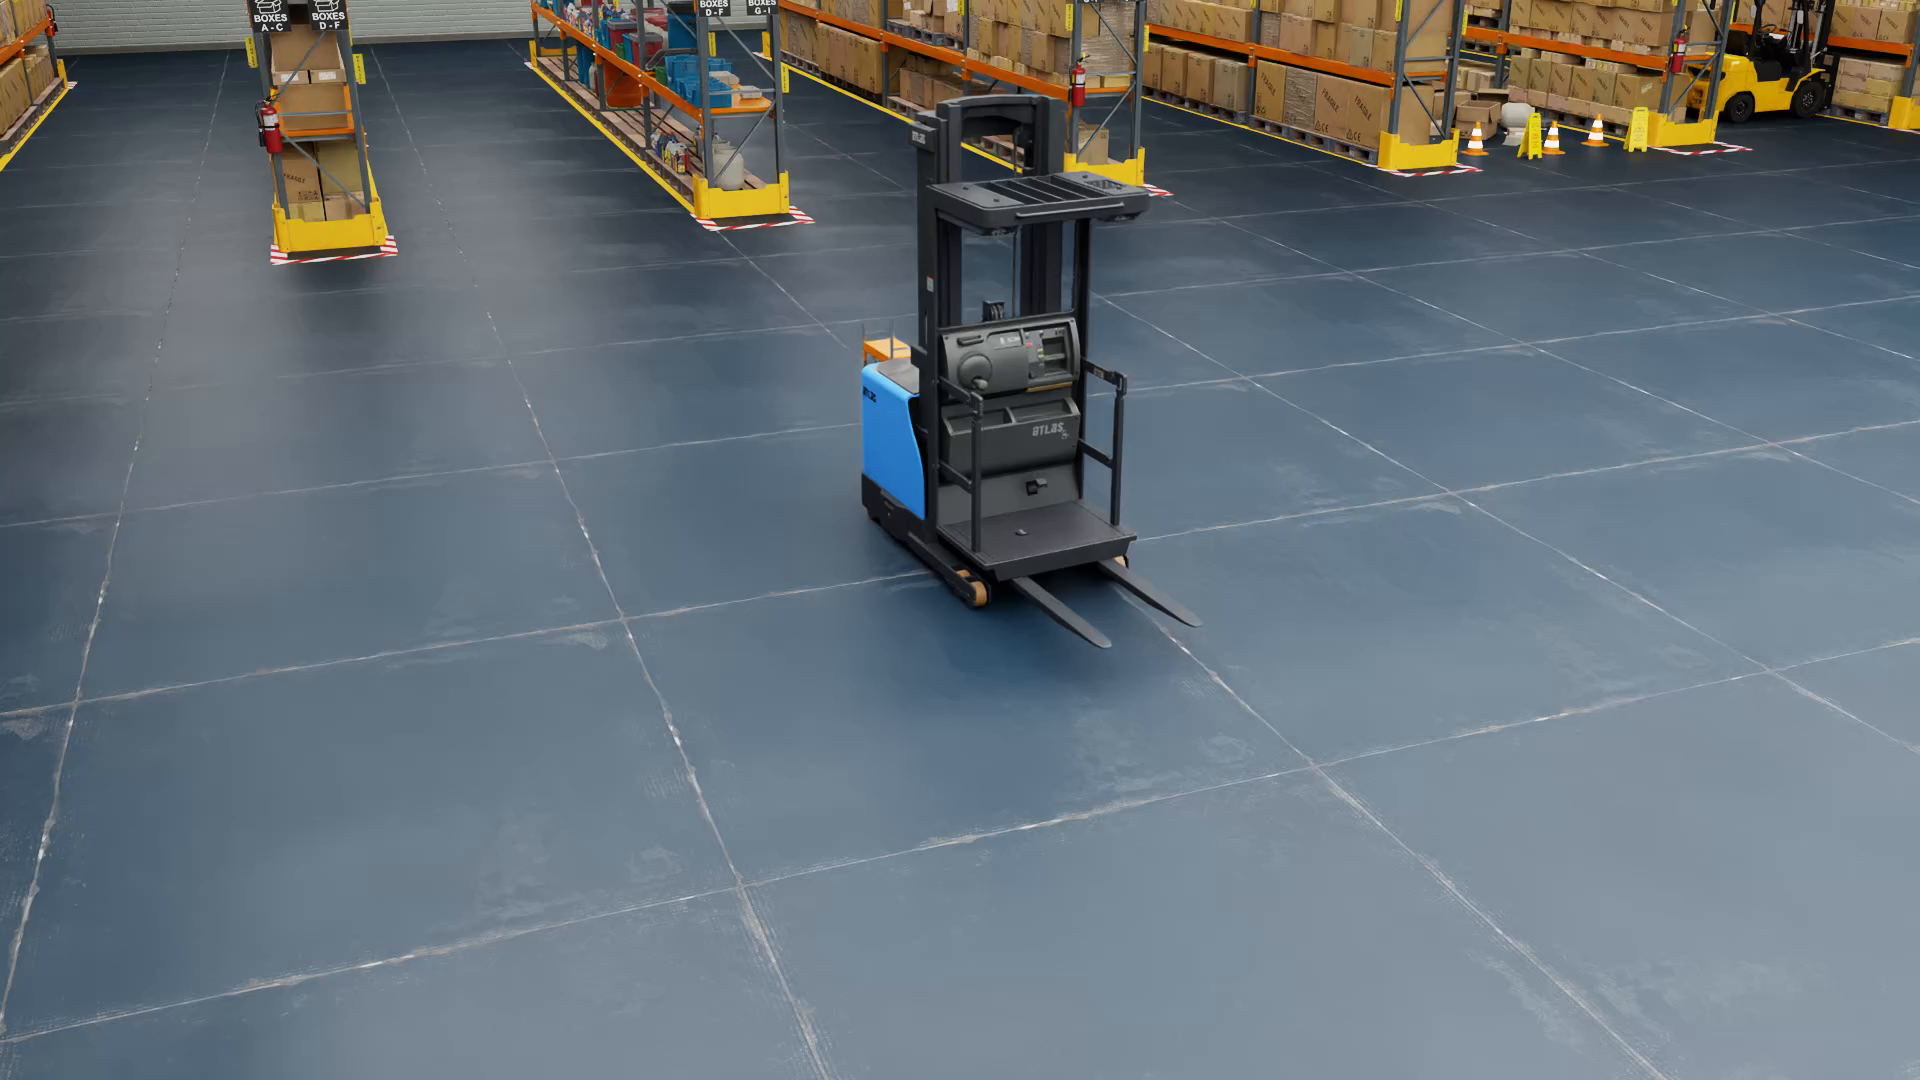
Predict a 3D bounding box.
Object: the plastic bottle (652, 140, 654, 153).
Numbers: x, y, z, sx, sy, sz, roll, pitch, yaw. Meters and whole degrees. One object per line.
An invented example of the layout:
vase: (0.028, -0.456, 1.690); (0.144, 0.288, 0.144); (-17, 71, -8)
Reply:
plastic bottle: (-4.361, -5.655, 23.842); (0.097, 0.201, 0.097); (0, 23, 0)

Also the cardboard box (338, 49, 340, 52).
cardboard box: (-7.895, -5.995, 20.647); (0.380, 0.149, 0.250); (-8, 24, -17)

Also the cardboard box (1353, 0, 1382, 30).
cardboard box: (6.248, -7.719, 24.118); (0.875, 0.550, 0.550); (-8, 24, -19)

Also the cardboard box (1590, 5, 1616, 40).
cardboard box: (10.423, -8.248, 26.446); (0.500, 0.500, 0.500); (-8, 24, -19)

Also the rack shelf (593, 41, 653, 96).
rack shelf: (-4.806, -7.350, 25.753); (1.077, 0.370, 4.000); (-8, 24, -19)

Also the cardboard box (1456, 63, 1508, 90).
cardboard box: (9.360, -8.428, 30.226); (0.950, 0.372, 0.625); (-7, 24, -16)

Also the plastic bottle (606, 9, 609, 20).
plastic bottle: (-6.287, -9.364, 29.770); (0.097, 0.271, 0.097); (0, 23, 0)

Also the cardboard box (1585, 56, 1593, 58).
cardboard box: (13.242, -10.001, 33.632); (0.875, 0.625, 0.625); (-8, 24, -17)

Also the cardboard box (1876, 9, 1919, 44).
cardboard box: (15.441, -8.412, 27.218); (0.500, 0.500, 0.500); (-9, 24, -20)

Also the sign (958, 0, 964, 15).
sign: (0.016, -8.091, 25.093); (0.100, 0.325, 0.005); (-8, 24, -19)

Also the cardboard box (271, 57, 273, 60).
cardboard box: (-8.094, -5.751, 20.069); (0.380, 0.149, 0.250); (-8, 24, -18)

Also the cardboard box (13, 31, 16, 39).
cardboard box: (-15.810, -8.312, 27.406); (0.380, 0.149, 0.250); (-8, 24, -18)

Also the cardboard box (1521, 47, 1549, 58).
cardboard box: (9.749, -8.260, 28.185); (0.380, 0.149, 0.250); (-8, 24, -18)

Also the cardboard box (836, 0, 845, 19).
cardboard box: (-2.009, -10.021, 31.036); (0.500, 0.500, 0.500); (-9, 24, -20)

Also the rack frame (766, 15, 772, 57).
rack frame: (-3.705, -11.995, 35.846); (1.000, 3.000, 0.127); (-8, 24, -19)

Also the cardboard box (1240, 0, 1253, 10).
cardboard box: (5.029, -8.965, 27.241); (0.700, 0.500, 0.500); (-9, 24, -20)

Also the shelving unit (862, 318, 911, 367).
shelving unit: (-0.475, -0.935, 11.915); (0.258, 1.200, 0.503); (-11, 24, -24)

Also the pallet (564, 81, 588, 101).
pallet: (-6.692, -8.291, 30.649); (1.003, 0.211, 1.213); (-8, 24, -19)

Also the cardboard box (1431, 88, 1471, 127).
cardboard box: (7.891, -7.083, 27.231); (0.797, 0.637, 0.503); (-8, 24, -19)

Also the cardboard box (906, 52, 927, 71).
cardboard box: (-0.614, -8.245, 28.636); (0.500, 0.250, 0.500); (-7, 24, -17)

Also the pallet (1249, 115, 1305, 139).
pallet: (5.405, -6.706, 26.890); (1.003, 0.211, 1.213); (-8, 24, -19)

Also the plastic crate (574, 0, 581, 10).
plastic crate: (-7.293, -10.415, 32.173); (0.437, 0.282, 0.530); (-8, 24, -19)

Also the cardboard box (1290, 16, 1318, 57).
cardboard box: (5.648, -7.806, 25.715); (0.875, 0.550, 0.550); (-8, 24, -19)

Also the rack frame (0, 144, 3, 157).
rack frame: (-14.781, -7.049, 24.112); (1.000, 3.000, 0.127); (-8, 24, -19)

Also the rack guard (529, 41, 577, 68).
rack guard: (-8.359, -10.170, 34.736); (1.175, 0.500, 0.348); (-8, 24, -19)

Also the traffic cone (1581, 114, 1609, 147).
traffic cone: (9.859, -6.351, 25.723); (0.336, 0.463, 0.334); (-8, 24, -19)

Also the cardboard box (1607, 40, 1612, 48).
cardboard box: (10.544, -7.906, 26.470); (0.380, 0.149, 0.250); (-8, 24, -18)

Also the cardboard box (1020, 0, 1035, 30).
cardboard box: (1.165, -7.354, 23.037); (0.500, 0.500, 0.500); (-8, 24, -19)

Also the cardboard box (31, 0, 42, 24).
cardboard box: (-17.150, -9.647, 29.891); (0.980, 0.700, 0.700); (-9, 24, -19)

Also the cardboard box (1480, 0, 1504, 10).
cardboard box: (9.427, -9.507, 28.892); (0.500, 0.500, 0.500); (-9, 24, -20)

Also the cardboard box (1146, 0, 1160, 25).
cardboard box: (3.703, -9.578, 29.983); (0.500, 0.500, 0.500); (-8, 24, -18)

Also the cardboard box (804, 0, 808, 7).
cardboard box: (-2.888, -10.678, 33.046); (0.380, 0.149, 0.250); (-9, 24, -20)

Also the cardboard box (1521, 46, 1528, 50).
cardboard box: (12.329, -10.669, 35.378); (0.500, 0.500, 0.500); (-7, 24, -17)

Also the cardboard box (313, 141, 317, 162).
cardboard box: (-8.680, -5.157, 21.657); (0.500, 0.500, 0.500); (-8, 24, -19)

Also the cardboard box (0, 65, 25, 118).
cardboard box: (-15.526, -7.164, 26.613); (0.750, 0.750, 0.750); (-8, 24, -17)

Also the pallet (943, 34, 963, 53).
pallet: (0.400, -7.844, 26.245); (1.003, 0.211, 1.213); (-8, 24, -19)

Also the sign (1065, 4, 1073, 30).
sign: (1.421, -6.791, 21.603); (0.100, 0.325, 0.005); (-8, 24, -19)

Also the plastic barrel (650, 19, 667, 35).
plastic barrel: (-4.492, -7.662, 25.391); (0.433, 0.535, 0.433); (0, 23, 0)

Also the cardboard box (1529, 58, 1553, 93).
cardboard box: (9.961, -7.822, 27.980); (0.500, 0.500, 0.500); (-7, 24, -17)

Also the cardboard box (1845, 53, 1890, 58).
cardboard box: (15.521, -8.175, 28.497); (0.500, 0.250, 0.500); (-9, 24, -19)

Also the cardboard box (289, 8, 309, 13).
cardboard box: (-8.040, -6.213, 20.330); (0.700, 0.500, 0.500); (-8, 24, -19)

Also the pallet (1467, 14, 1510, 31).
pallet: (9.671, -9.203, 29.471); (1.003, 0.211, 1.213); (-8, 24, -19)

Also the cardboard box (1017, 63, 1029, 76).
cardboard box: (1.025, -6.671, 23.539); (0.380, 0.149, 0.250); (-8, 24, -19)

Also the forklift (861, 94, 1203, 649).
forklift: (0.421, -1.127, 10.150); (1.130, 2.935, 3.031); (-11, 25, -24)

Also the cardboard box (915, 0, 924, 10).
cardboard box: (-0.360, -8.948, 27.948); (0.700, 0.500, 0.500); (-5, 23, -11)

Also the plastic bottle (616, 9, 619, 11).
plastic bottle: (-6.129, -9.341, 29.710); (0.152, 0.276, 0.135); (-8, 24, -19)

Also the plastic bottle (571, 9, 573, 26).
plastic bottle: (-6.882, -9.293, 29.588); (0.061, 0.283, 0.133); (-8, 24, -19)

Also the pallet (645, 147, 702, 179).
pallet: (-3.901, -5.420, 23.838); (1.003, 0.211, 1.213); (-8, 24, -19)

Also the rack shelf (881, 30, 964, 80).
rack shelf: (-0.173, -8.030, 27.365); (1.077, 0.370, 4.000); (-8, 24, -19)

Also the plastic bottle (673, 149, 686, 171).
plastic bottle: (-3.809, -5.152, 22.551); (0.152, 0.276, 0.135); (-8, 24, -19)

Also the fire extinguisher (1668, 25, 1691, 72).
fire extinguisher: (10.827, -7.400, 25.046); (0.296, 0.674, 0.183); (-8, 24, -19)

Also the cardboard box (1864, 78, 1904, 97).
cardboard box: (15.396, -7.514, 27.571); (0.500, 0.250, 0.500); (-9, 24, -20)

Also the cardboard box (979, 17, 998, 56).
cardboard box: (0.779, -7.459, 24.574); (0.875, 0.500, 0.500); (-8, 24, -19)

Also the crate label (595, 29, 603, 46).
crate label: (-5.714, -8.127, 26.885); (0.303, 0.233, 0.416); (-8, 24, -19)

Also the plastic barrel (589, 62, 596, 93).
plastic barrel: (-6.383, -8.234, 29.587); (0.421, 0.512, 0.421); (0, 23, 0)
